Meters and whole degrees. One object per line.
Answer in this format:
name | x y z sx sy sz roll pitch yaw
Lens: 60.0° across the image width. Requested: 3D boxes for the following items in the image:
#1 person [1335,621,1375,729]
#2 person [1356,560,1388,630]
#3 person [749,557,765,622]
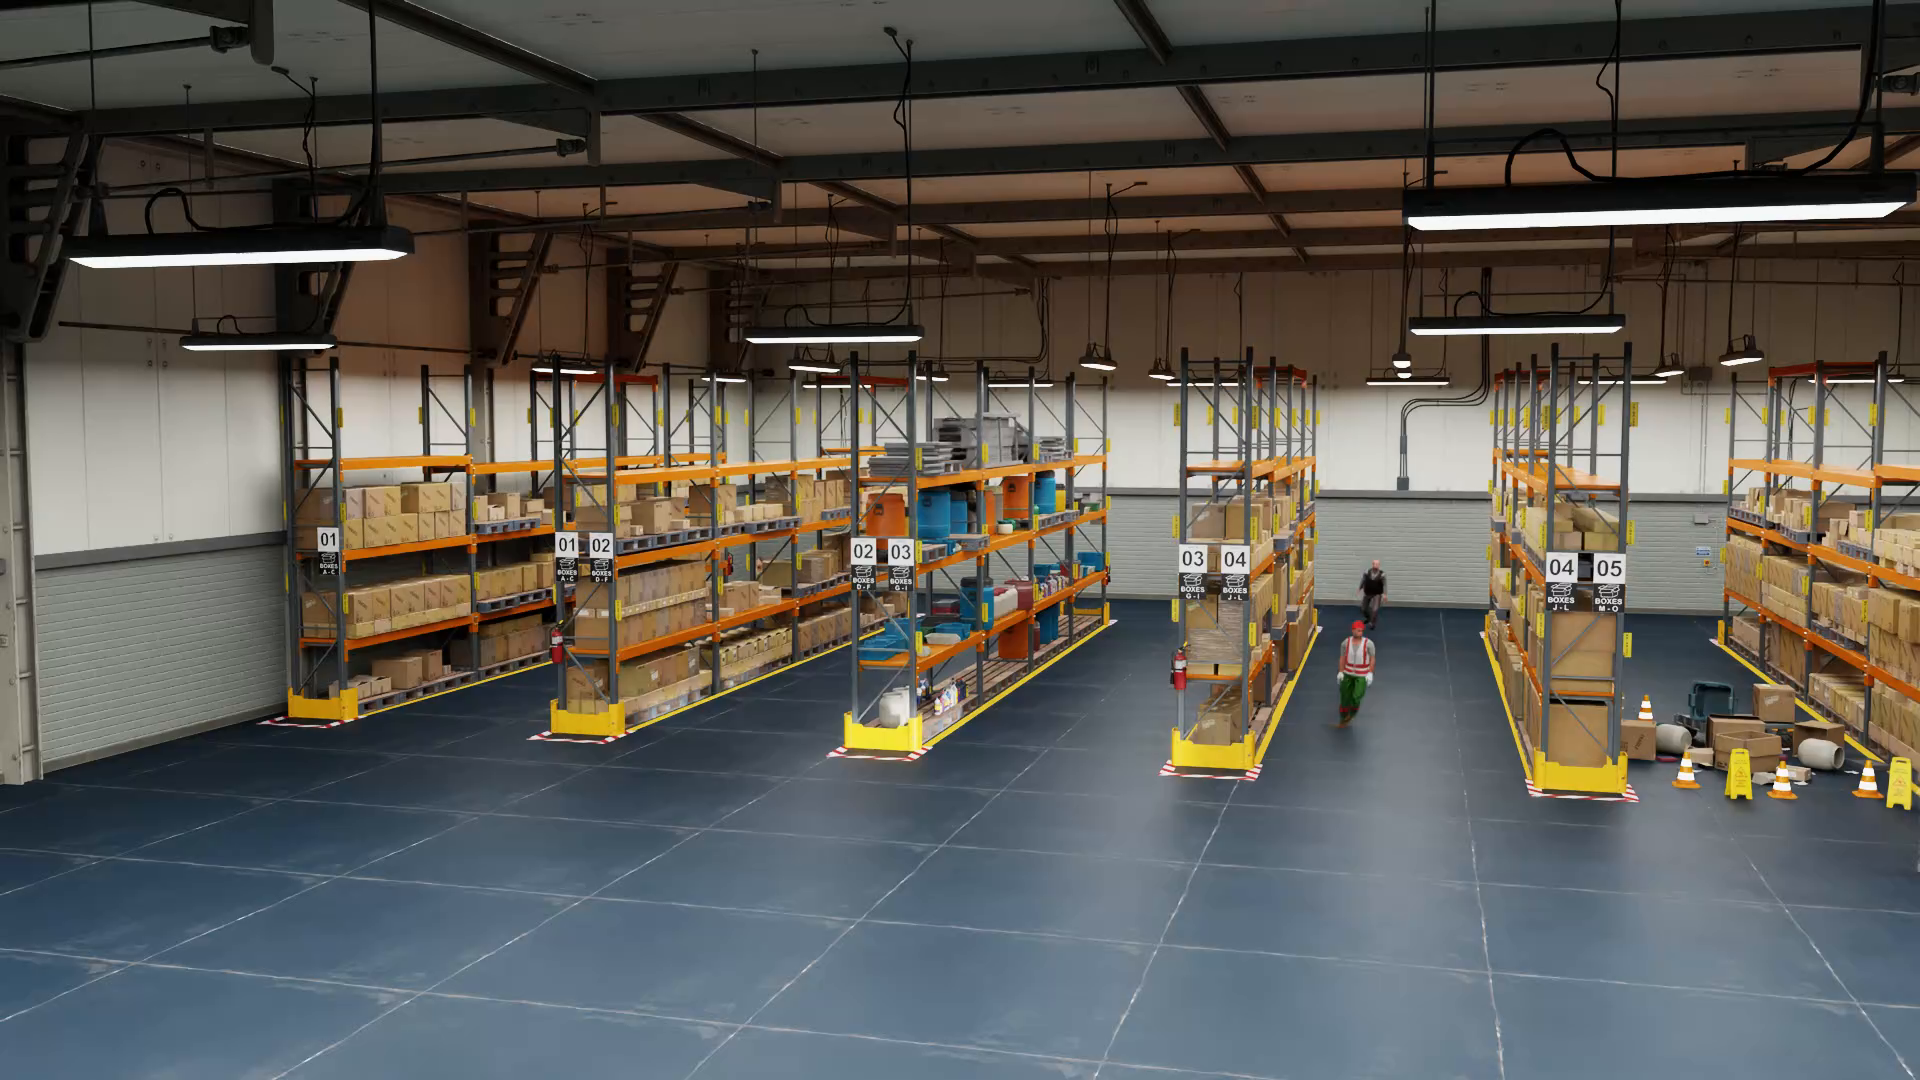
person | 6.336 2.160 26.621 0.593 1.763 0.488 2 5 28
person | 9.776 1.280 39.395 0.744 1.668 0.706 2 5 22
person | -4.876 1.200 40.767 0.521 1.611 0.891 1 4 8
